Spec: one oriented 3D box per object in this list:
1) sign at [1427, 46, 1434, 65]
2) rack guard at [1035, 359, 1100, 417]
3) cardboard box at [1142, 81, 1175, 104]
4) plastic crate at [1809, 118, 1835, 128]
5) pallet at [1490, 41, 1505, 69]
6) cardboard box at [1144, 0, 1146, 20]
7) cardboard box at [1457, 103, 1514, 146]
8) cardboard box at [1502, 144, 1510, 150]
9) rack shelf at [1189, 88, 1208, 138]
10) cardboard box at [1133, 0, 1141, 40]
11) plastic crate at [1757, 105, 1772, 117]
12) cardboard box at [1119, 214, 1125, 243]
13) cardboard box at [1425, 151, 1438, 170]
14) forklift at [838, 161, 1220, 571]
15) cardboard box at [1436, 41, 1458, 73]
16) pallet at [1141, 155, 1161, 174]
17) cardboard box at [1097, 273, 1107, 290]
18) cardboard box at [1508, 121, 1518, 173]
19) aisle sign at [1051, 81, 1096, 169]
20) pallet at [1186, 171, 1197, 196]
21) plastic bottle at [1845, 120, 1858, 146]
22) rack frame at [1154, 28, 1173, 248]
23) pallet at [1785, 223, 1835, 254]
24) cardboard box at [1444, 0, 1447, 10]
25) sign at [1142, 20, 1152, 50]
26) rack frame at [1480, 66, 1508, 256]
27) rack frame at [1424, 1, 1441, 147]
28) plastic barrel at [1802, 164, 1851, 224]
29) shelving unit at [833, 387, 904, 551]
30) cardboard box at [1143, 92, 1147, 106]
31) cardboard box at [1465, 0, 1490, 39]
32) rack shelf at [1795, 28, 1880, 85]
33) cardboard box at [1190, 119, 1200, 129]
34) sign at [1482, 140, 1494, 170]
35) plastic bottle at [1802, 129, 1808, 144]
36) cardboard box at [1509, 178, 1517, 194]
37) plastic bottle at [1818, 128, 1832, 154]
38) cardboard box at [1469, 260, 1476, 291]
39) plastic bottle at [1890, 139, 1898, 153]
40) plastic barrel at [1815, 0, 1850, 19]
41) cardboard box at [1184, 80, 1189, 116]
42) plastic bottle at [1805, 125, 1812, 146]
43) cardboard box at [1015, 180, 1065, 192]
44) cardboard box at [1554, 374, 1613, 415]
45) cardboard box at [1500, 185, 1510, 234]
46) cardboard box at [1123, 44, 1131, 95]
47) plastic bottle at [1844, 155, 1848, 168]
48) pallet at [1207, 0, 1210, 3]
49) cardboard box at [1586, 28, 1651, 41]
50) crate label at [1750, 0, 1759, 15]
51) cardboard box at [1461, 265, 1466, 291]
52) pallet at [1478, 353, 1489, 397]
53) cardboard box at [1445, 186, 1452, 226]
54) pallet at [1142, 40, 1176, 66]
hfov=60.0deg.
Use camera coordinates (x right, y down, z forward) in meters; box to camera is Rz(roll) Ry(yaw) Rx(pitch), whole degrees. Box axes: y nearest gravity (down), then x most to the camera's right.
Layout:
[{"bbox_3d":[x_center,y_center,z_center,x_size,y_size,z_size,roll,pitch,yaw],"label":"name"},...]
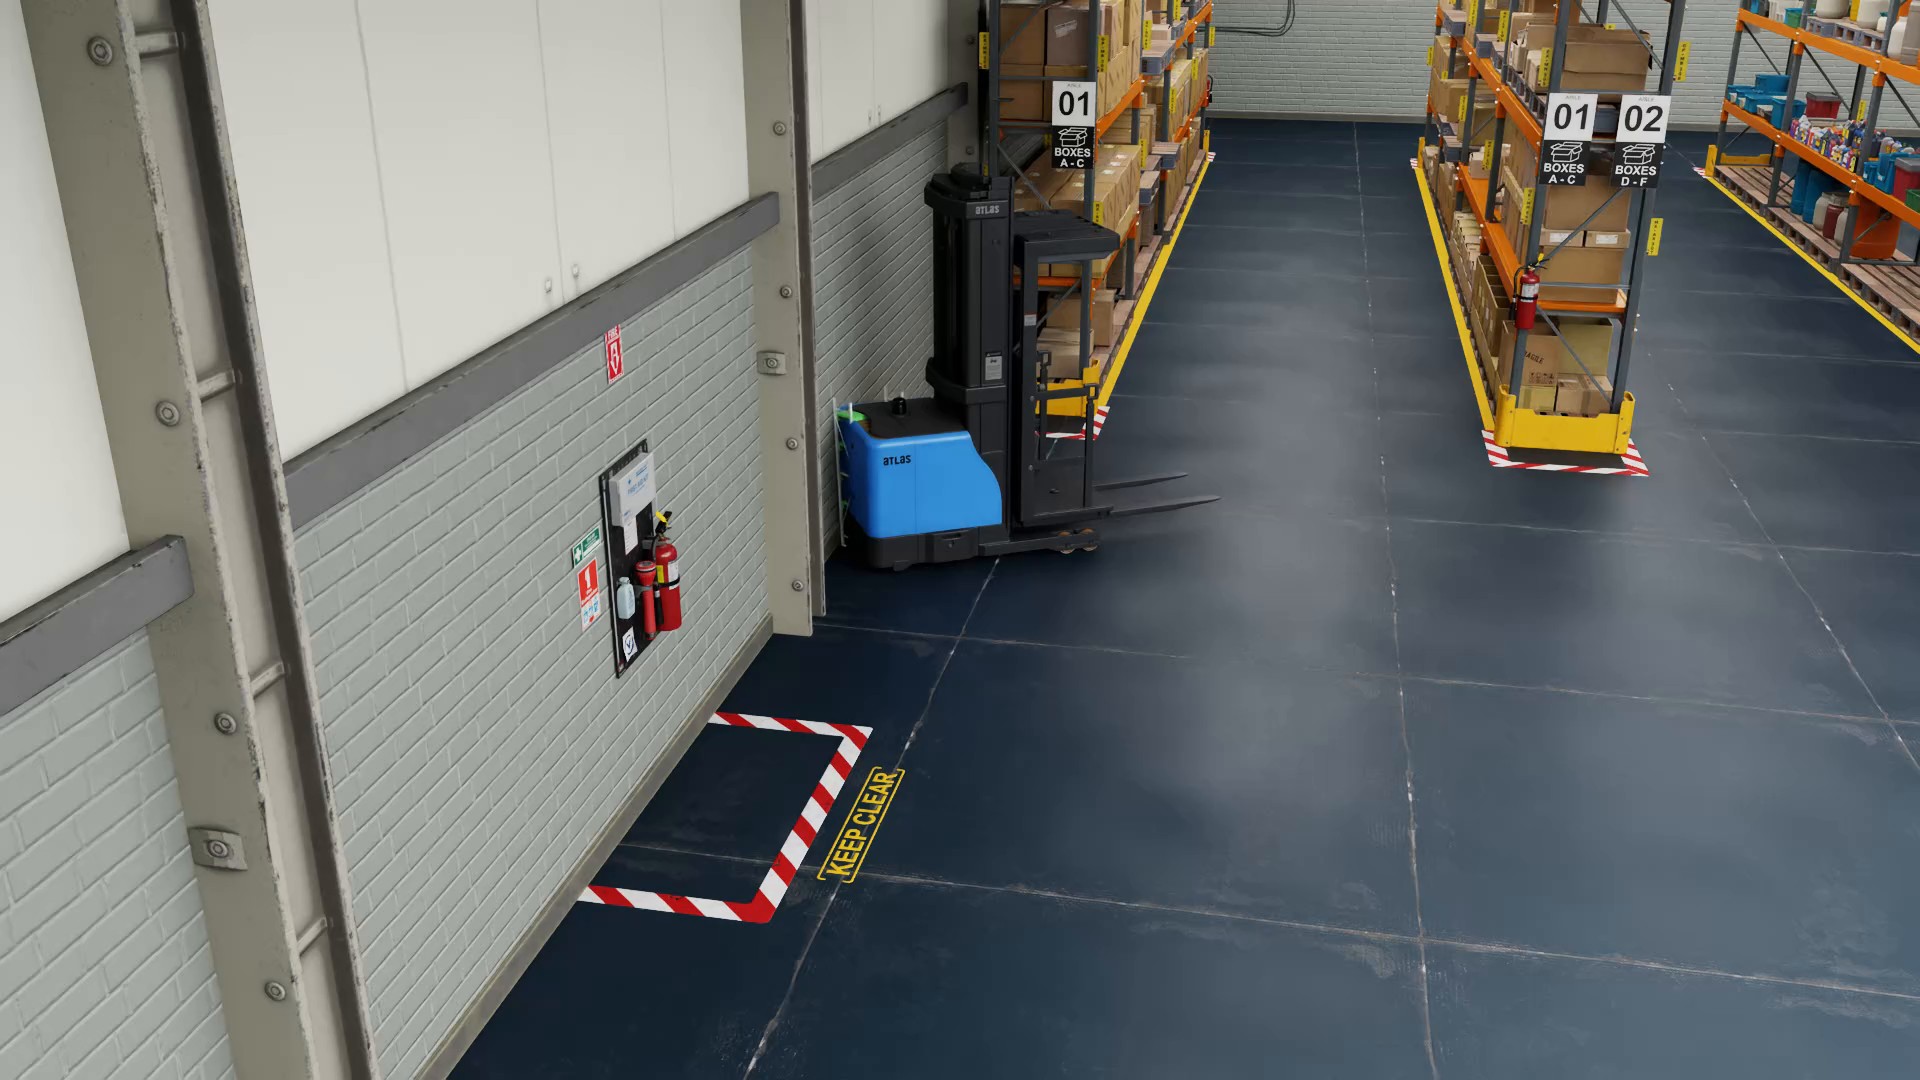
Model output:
[{"bbox_3d":[8.351,-8.591,29.510,0.100,0.325,0.005,4,22,11],"label":"sign"},{"bbox_3d":[0.783,-1.541,16.510,1.175,0.500,0.348,4,22,11],"label":"rack guard"},{"bbox_3d":[2.751,-6.297,23.410,0.500,0.250,0.500,5,22,12],"label":"cardboard box"},{"bbox_3d":[13.149,-6.371,25.429,0.396,0.136,0.243,4,22,11],"label":"plastic crate"},{"bbox_3d":[6.974,-5.862,20.130,1.003,0.211,1.213,6,23,13],"label":"pallet"},{"bbox_3d":[2.025,-6.413,20.550,0.500,0.500,0.500,4,22,9],"label":"cardboard box"},{"bbox_3d":[7.268,-5.702,22.800,0.700,0.500,0.500,-3,22,-7],"label":"cardboard box"},{"bbox_3d":[6.923,-4.653,20.759,0.500,0.500,0.500,3,22,8],"label":"cardboard box"},{"bbox_3d":[3.624,-7.459,28.821,1.077,0.370,4.000,4,22,11],"label":"rack shelf"},{"bbox_3d":[1.645,-5.640,17.828,0.500,0.500,0.500,6,23,14],"label":"cardboard box"},{"bbox_3d":[12.975,-6.871,26.672,0.293,0.136,0.466,4,22,11],"label":"plastic crate"},{"bbox_3d":[1.485,-3.328,17.776,0.500,0.250,0.500,5,22,11],"label":"cardboard box"},{"bbox_3d":[8.290,-6.533,28.652,0.500,0.250,0.500,4,22,11],"label":"cardboard box"},{"bbox_3d":[0.591,-1.433,12.988,3.031,2.935,1.130,-7,23,-17],"label":"forklift"},{"bbox_3d":[8.327,-8.141,28.081,0.500,0.500,0.500,5,22,12],"label":"cardboard box"},{"bbox_3d":[2.036,-4.782,21.469,1.003,0.211,1.213,4,22,11],"label":"pallet"},{"bbox_3d":[1.411,-2.797,19.041,0.500,0.500,0.500,3,22,7],"label":"cardboard box"},{"bbox_3d":[6.349,-4.244,18.007,0.700,0.500,0.500,5,22,11],"label":"cardboard box"},{"bbox_3d":[1.046,-3.829,15.366,0.394,0.787,0.004,4,22,11],"label":"aisle sign"},{"bbox_3d":[3.448,-6.040,28.068,1.003,0.211,1.213,4,22,11],"label":"pallet"},{"bbox_3d":[12.868,-5.865,23.968,0.144,0.351,0.185,4,22,11],"label":"plastic bottle"},{"bbox_3d":[2.400,-5.598,23.239,1.000,3.000,0.127,4,22,11],"label":"rack frame"},{"bbox_3d":[12.469,-4.286,23.713,1.003,0.211,1.213,4,22,11],"label":"pallet"},{"bbox_3d":[8.218,-8.753,27.257,0.500,0.250,0.500,4,22,11],"label":"cardboard box"},{"bbox_3d":[2.116,-5.728,18.854,0.100,0.325,0.005,4,22,11],"label":"sign"},{"bbox_3d":[6.434,-3.759,18.672,1.000,3.000,0.127,4,22,11],"label":"rack frame"},{"bbox_3d":[8.882,-8.148,29.569,1.000,3.000,0.127,4,22,11],"label":"rack frame"},{"bbox_3d":[12.642,-5.071,24.175,0.600,0.901,0.708,4,22,11],"label":"plastic barrel"},{"bbox_3d":[-0.694,-0.559,13.118,0.503,1.200,0.258,-16,23,-35],"label":"shelving unit"},{"bbox_3d":[2.359,-6.021,22.698,0.380,0.149,0.250,2,22,4],"label":"cardboard box"},{"bbox_3d":[7.516,-7.199,23.063,0.910,0.500,0.500,4,22,11],"label":"cardboard box"},{"bbox_3d":[12.506,-6.632,22.754,1.077,0.370,4.000,4,22,11],"label":"rack shelf"},{"bbox_3d":[4.088,-7.442,29.733,0.380,0.149,0.250,5,22,12],"label":"cardboard box"},{"bbox_3d":[5.900,-4.297,18.564,0.100,0.325,0.005,4,22,11],"label":"sign"},{"bbox_3d":[12.302,-5.864,24.164,0.097,0.201,0.097,0,22,0],"label":"plastic bottle"},{"bbox_3d":[6.035,-3.740,17.624,0.380,0.149,0.250,4,22,10],"label":"cardboard box"},{"bbox_3d":[12.135,-5.590,23.284,0.144,0.351,0.185,4,22,11],"label":"plastic bottle"},{"bbox_3d":[6.236,-3.108,19.425,0.500,0.311,0.500,4,22,11],"label":"cardboard box"},{"bbox_3d":[12.783,-5.342,22.758,0.061,0.283,0.133,4,22,11],"label":"plastic bottle"},{"bbox_3d":[12.562,-7.782,23.901,0.433,0.535,0.433,0,22,0],"label":"plastic barrel"},{"bbox_3d":[3.274,-6.879,25.861,0.500,0.500,0.500,5,22,11],"label":"cardboard box"},{"bbox_3d":[12.241,-5.825,23.959,0.061,0.283,0.133,4,22,11],"label":"plastic bottle"},{"bbox_3d":[0.768,-3.332,16.782,0.500,0.500,0.500,5,22,12],"label":"cardboard box"},{"bbox_3d":[5.945,-1.395,15.920,0.500,0.250,0.500,4,22,11],"label":"cardboard box"},{"bbox_3d":[6.349,-3.643,18.249,0.700,0.500,0.500,4,22,10],"label":"cardboard box"},{"bbox_3d":[1.531,-4.989,17.551,0.500,0.500,0.500,4,22,9],"label":"cardboard box"},{"bbox_3d":[11.852,-5.056,22.159,0.097,0.201,0.097,0,22,0],"label":"plastic bottle"},{"bbox_3d":[3.891,-9.602,29.284,1.003,0.211,1.213,4,22,11],"label":"pallet"},{"bbox_3d":[6.224,-4.580,15.812,0.500,0.500,0.500,4,22,11],"label":"cardboard box"},{"bbox_3d":[13.226,-8.778,27.319,0.408,0.251,0.502,4,22,11],"label":"crate label"},{"bbox_3d":[6.443,-3.224,20.462,0.500,0.250,0.500,5,22,12],"label":"cardboard box"},{"bbox_3d":[5.984,-1.730,17.368,1.003,0.211,1.213,4,22,11],"label":"pallet"},{"bbox_3d":[7.317,-4.816,24.053,0.500,0.500,0.500,4,22,9],"label":"cardboard box"},{"bbox_3d":[2.022,-6.037,20.564,1.213,0.211,1.003,4,22,11],"label":"pallet"}]
